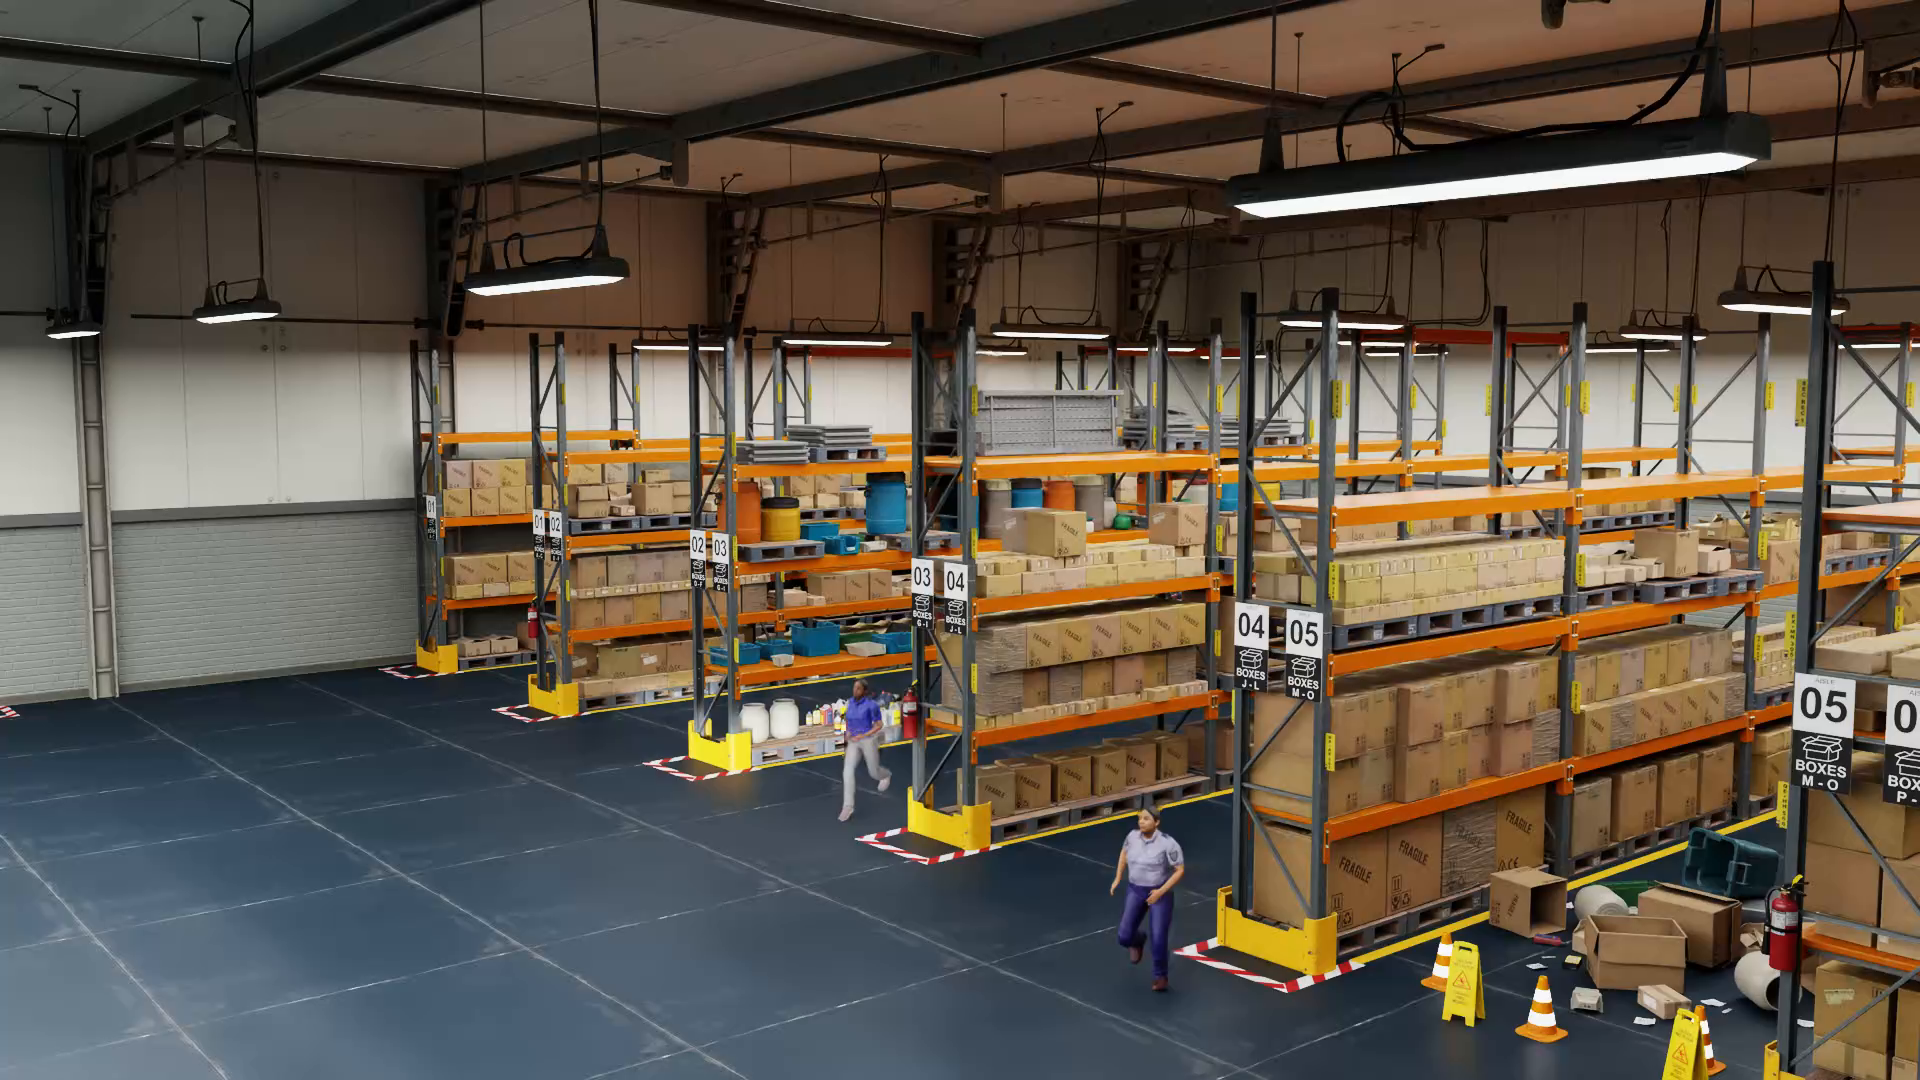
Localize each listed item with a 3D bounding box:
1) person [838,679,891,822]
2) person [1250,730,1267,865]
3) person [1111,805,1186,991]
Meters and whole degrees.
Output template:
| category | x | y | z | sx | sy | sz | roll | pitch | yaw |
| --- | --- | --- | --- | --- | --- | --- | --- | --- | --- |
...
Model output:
| category | x | y | z | sx | sy | sz | roll | pitch | yaw |
| --- | --- | --- | --- | --- | --- | --- | --- | --- | --- |
| person | -1.159 | 2.498 | 20.165 | 0.538 | 1.651 | 1.093 | 2 | 6 | 22 |
| person | 3.389 | 2.635 | 17.988 | 0.702 | 1.731 | 0.673 | 4 | 7 | 39 |
| person | 1.614 | 3.069 | 14.342 | 0.686 | 1.581 | 0.535 | 2 | 6 | 22 |
